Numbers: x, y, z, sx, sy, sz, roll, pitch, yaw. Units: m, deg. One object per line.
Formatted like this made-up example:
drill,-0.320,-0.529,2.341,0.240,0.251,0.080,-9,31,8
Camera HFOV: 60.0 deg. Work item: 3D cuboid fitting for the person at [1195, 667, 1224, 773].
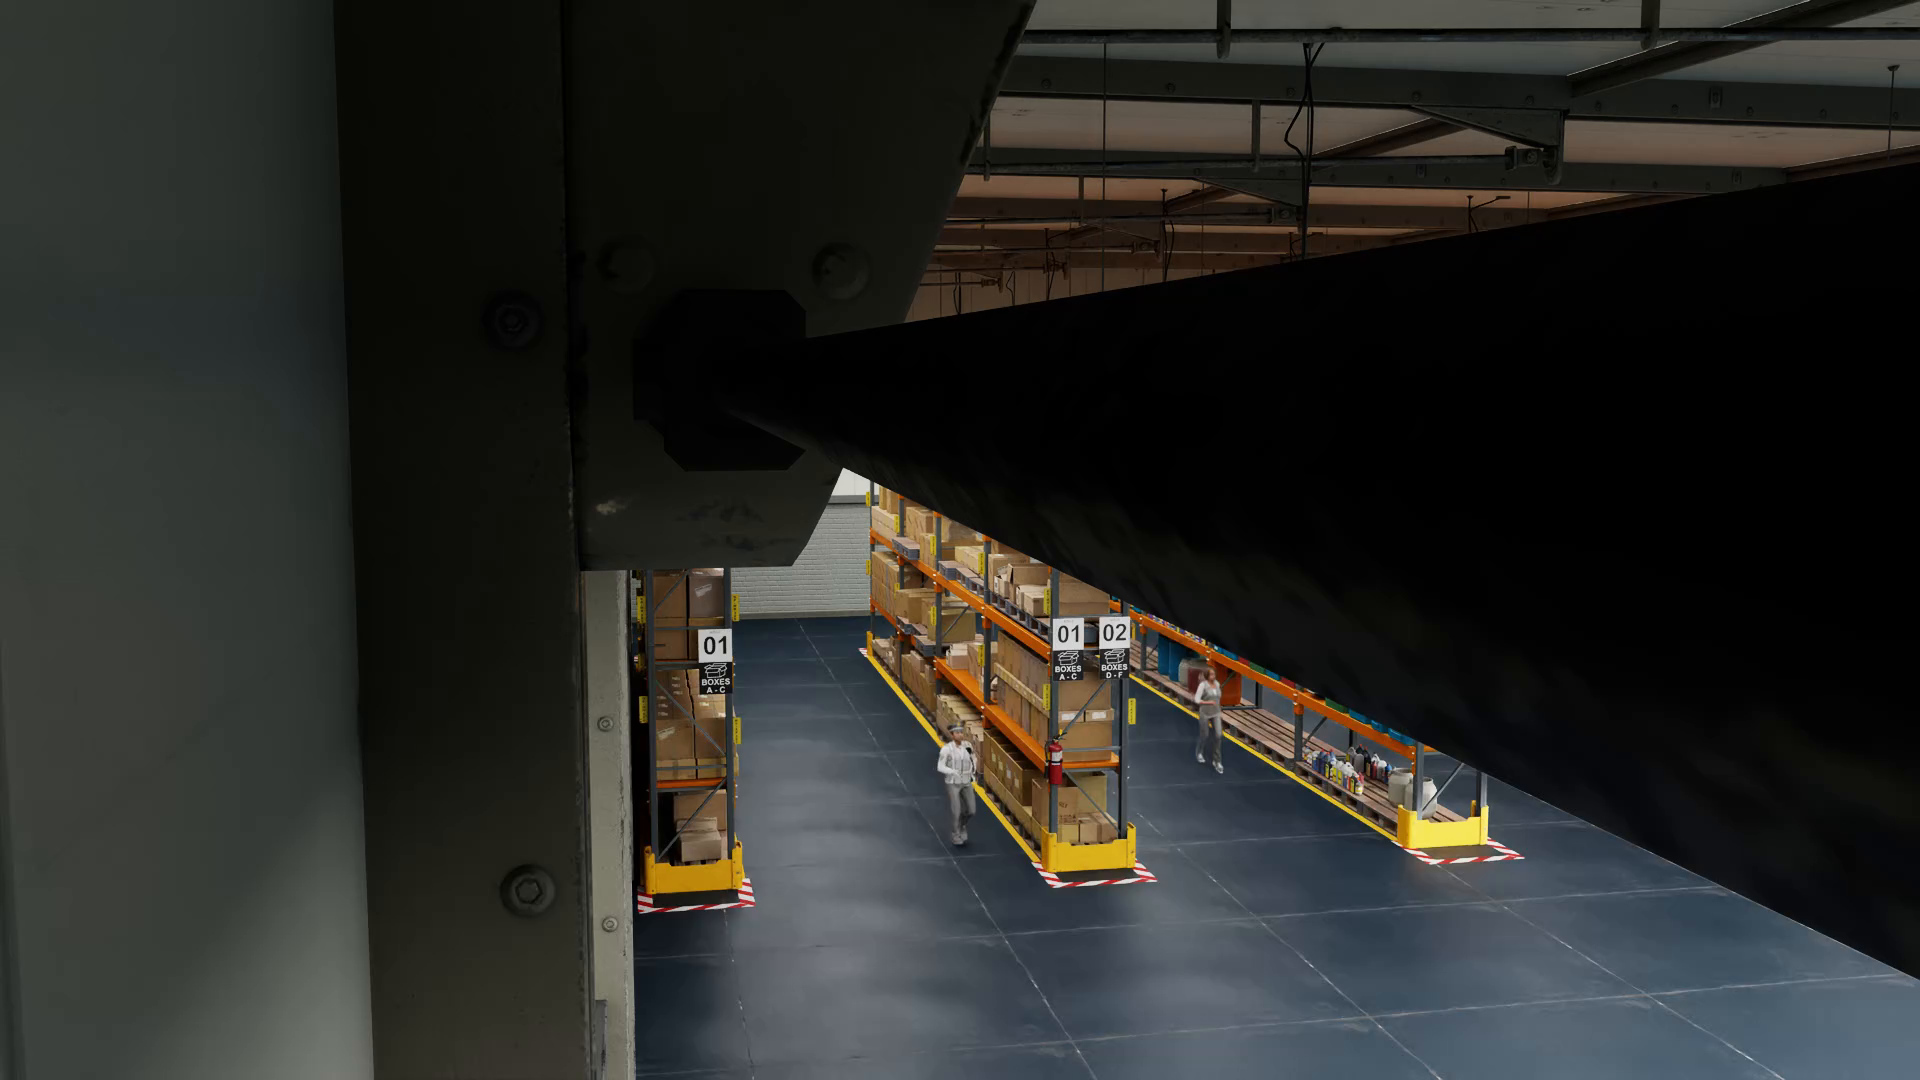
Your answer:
person,3.900,2.793,26.153,0.528,1.633,0.750,-2,6,-16

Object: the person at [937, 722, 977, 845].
person,0.017,3.211,21.900,0.602,1.655,0.554,-2,6,-21
